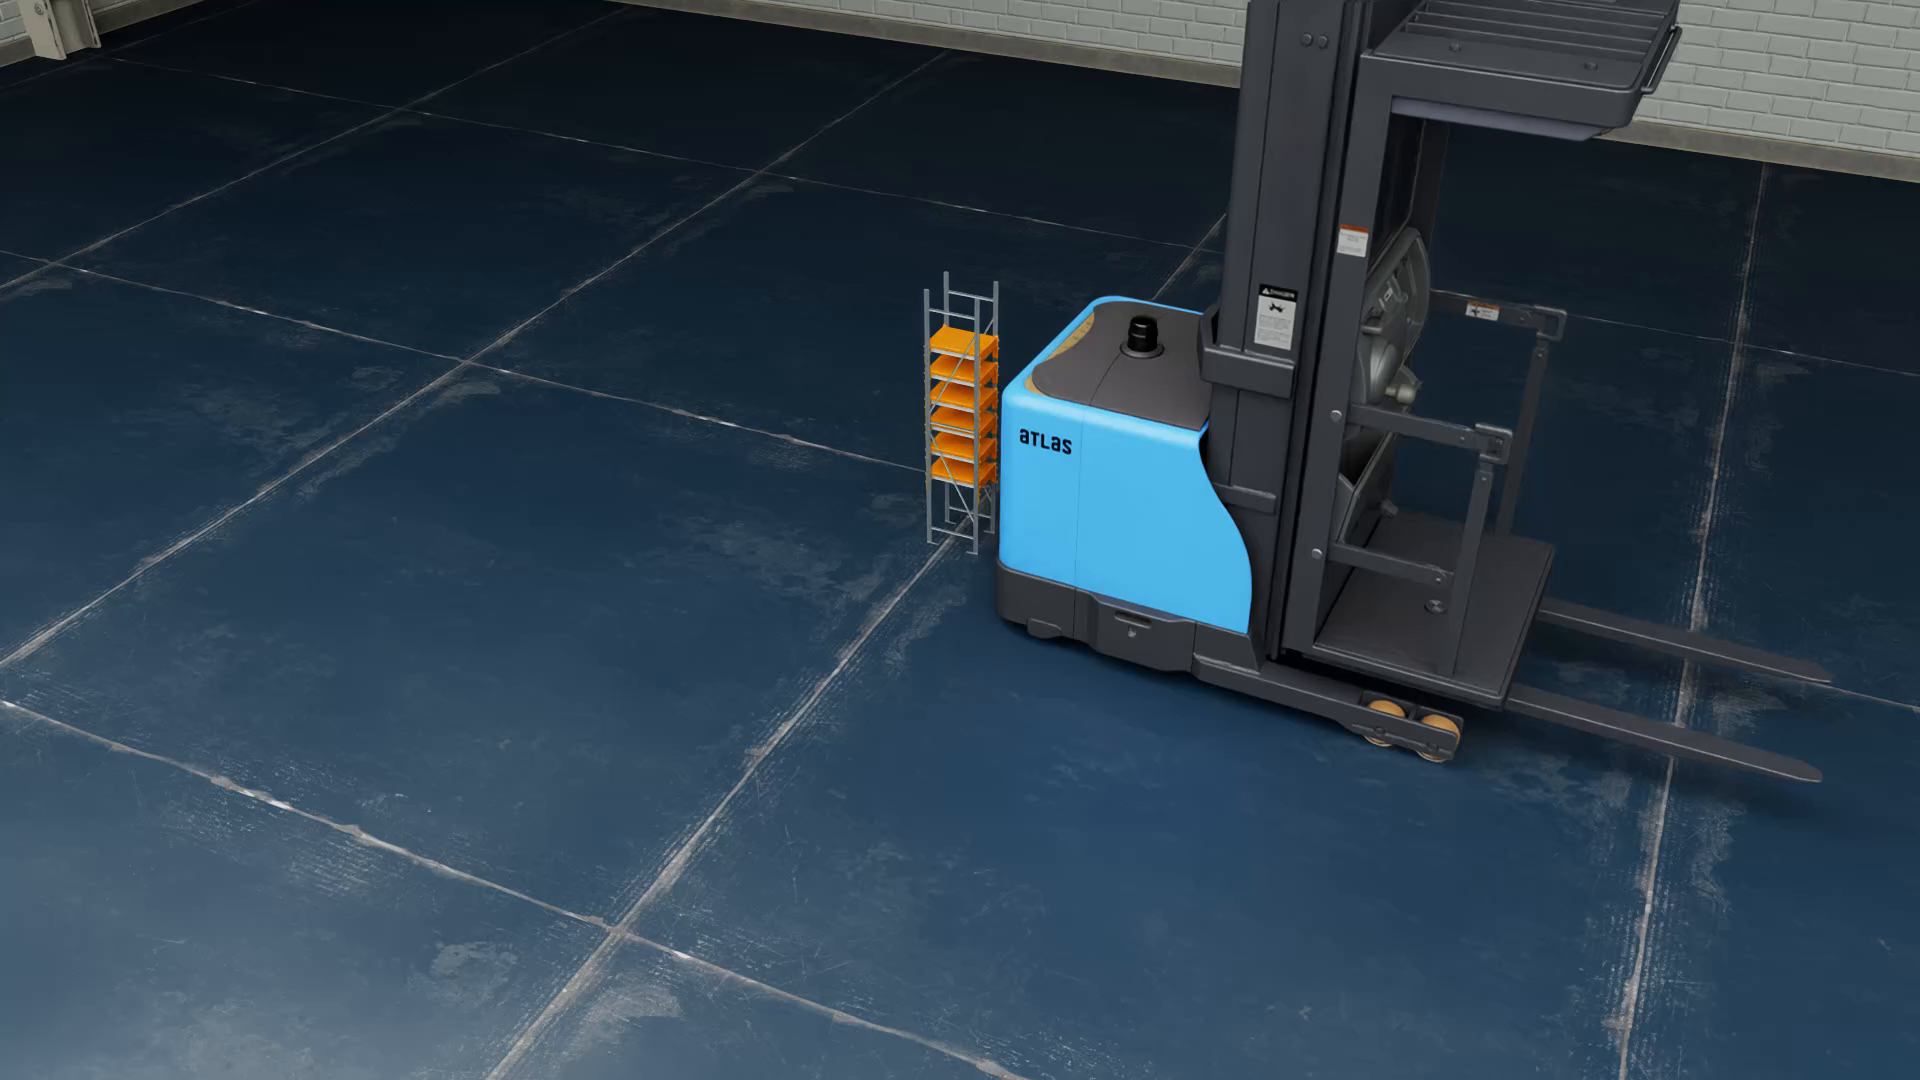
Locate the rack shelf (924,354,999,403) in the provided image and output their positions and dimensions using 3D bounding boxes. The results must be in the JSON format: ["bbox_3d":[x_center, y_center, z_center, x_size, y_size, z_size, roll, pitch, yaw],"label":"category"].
[{"bbox_3d":[0.006,-0.673,6.825,0.258,0.103,0.180,14,36,20],"label":"rack shelf"}]

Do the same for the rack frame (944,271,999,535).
[{"bbox_3d":[0.044,-0.555,7.001,0.240,1.200,0.006,14,36,20],"label":"rack frame"}]

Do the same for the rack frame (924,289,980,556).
[{"bbox_3d":[-0.032,-0.463,6.862,0.240,1.200,0.006,14,36,20],"label":"rack frame"}]

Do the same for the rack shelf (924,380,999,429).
[{"bbox_3d":[0.006,-0.572,6.891,0.258,0.103,0.180,14,36,20],"label":"rack shelf"}]

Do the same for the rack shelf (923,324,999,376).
[{"bbox_3d":[0.006,-0.773,6.759,0.258,0.103,0.180,14,36,20],"label":"rack shelf"}]

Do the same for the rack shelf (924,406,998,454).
[{"bbox_3d":[0.006,-0.472,6.956,0.258,0.103,0.180,14,36,20],"label":"rack shelf"}]

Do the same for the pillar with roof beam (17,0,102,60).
[{"bbox_3d":[-3.146,-6.647,9.181,9.100,9.000,0.400,14,36,20],"label":"pillar with roof beam"}]

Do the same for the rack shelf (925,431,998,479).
[{"bbox_3d":[0.006,-0.371,7.022,0.258,0.103,0.180,14,36,20],"label":"rack shelf"}]

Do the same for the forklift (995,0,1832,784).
[{"bbox_3d":[1.693,-0.757,5.731,3.031,2.935,1.130,15,36,22],"label":"forklift"}]

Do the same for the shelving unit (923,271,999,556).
[{"bbox_3d":[0.006,-0.509,6.932,0.258,1.200,0.189,14,36,20],"label":"shelving unit"}]

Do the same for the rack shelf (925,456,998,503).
[{"bbox_3d":[0.006,-0.271,7.088,0.258,0.103,0.180,14,36,20],"label":"rack shelf"}]
